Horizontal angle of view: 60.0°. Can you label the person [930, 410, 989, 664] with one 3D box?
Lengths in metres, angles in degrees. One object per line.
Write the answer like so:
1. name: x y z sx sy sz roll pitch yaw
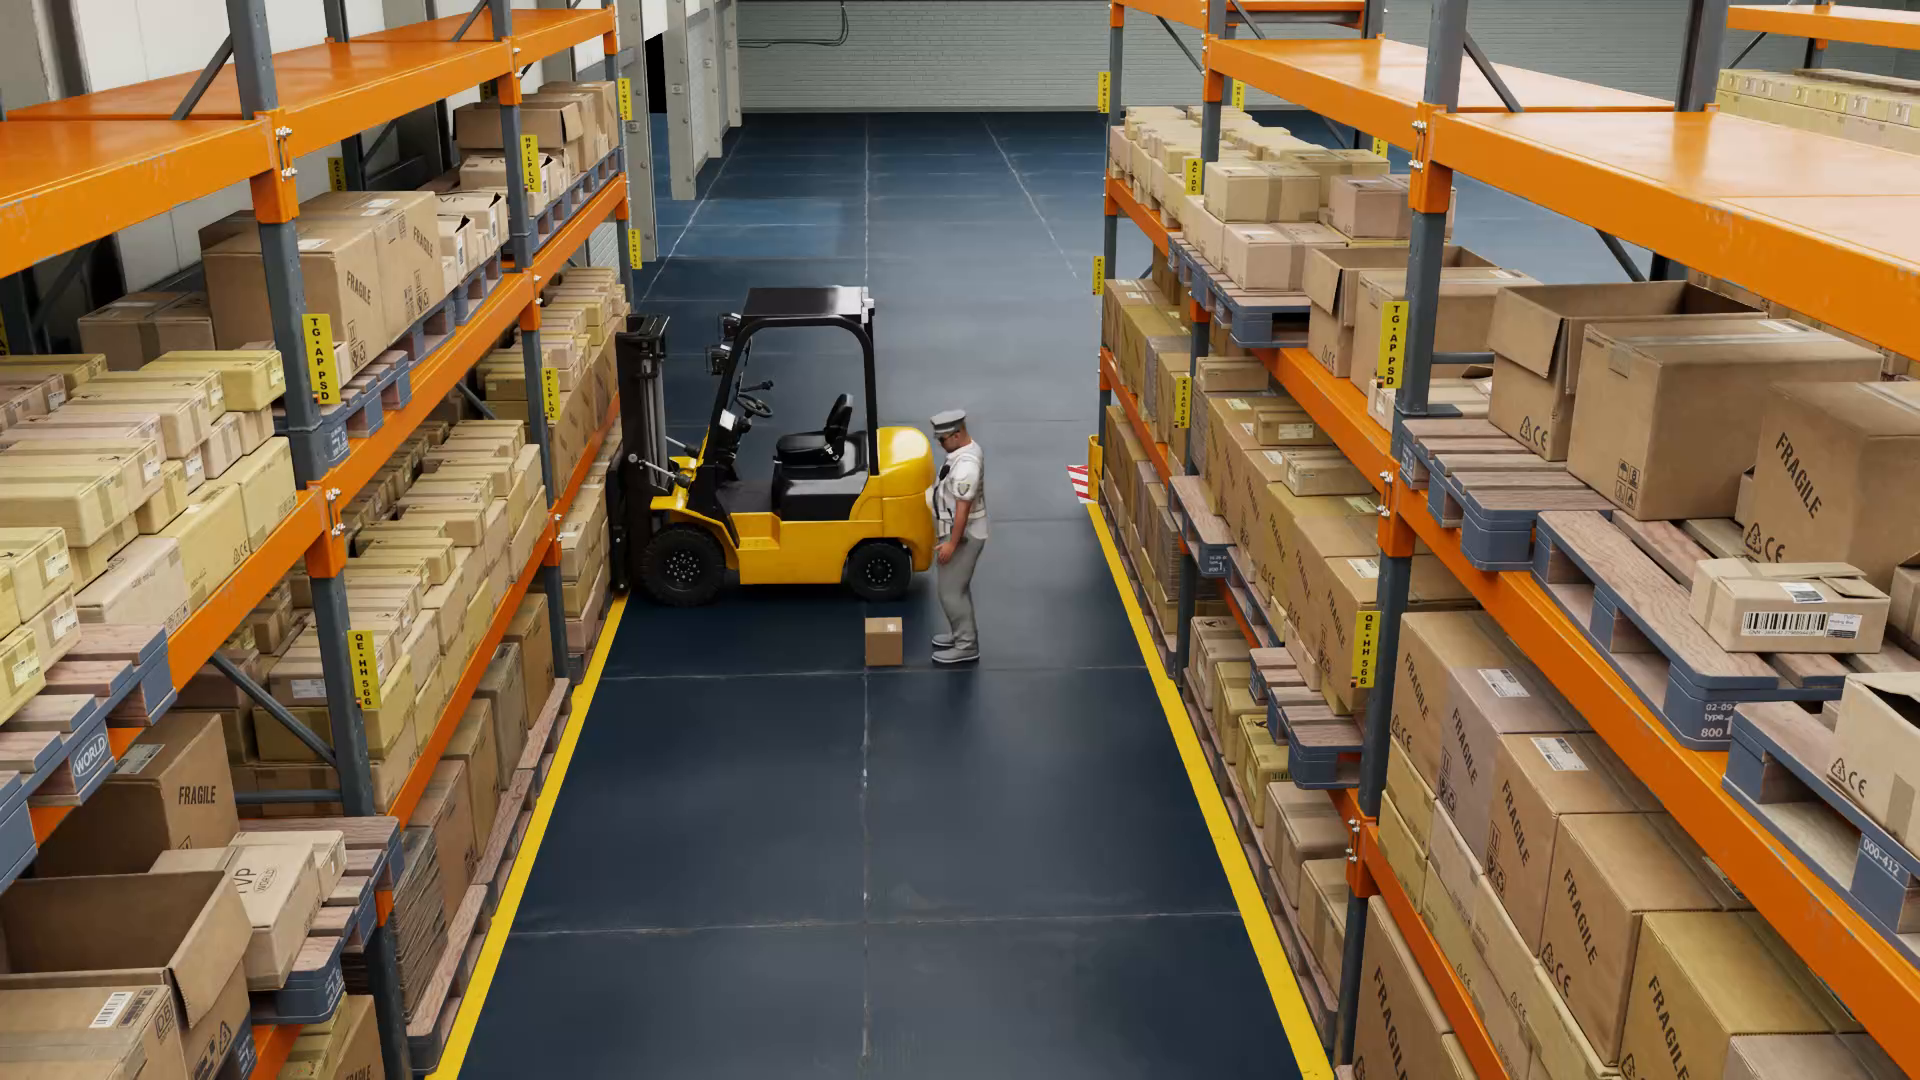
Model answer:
1. person: -0.001 -0.027 11.182 0.392 1.731 0.538 -1 20 -2
